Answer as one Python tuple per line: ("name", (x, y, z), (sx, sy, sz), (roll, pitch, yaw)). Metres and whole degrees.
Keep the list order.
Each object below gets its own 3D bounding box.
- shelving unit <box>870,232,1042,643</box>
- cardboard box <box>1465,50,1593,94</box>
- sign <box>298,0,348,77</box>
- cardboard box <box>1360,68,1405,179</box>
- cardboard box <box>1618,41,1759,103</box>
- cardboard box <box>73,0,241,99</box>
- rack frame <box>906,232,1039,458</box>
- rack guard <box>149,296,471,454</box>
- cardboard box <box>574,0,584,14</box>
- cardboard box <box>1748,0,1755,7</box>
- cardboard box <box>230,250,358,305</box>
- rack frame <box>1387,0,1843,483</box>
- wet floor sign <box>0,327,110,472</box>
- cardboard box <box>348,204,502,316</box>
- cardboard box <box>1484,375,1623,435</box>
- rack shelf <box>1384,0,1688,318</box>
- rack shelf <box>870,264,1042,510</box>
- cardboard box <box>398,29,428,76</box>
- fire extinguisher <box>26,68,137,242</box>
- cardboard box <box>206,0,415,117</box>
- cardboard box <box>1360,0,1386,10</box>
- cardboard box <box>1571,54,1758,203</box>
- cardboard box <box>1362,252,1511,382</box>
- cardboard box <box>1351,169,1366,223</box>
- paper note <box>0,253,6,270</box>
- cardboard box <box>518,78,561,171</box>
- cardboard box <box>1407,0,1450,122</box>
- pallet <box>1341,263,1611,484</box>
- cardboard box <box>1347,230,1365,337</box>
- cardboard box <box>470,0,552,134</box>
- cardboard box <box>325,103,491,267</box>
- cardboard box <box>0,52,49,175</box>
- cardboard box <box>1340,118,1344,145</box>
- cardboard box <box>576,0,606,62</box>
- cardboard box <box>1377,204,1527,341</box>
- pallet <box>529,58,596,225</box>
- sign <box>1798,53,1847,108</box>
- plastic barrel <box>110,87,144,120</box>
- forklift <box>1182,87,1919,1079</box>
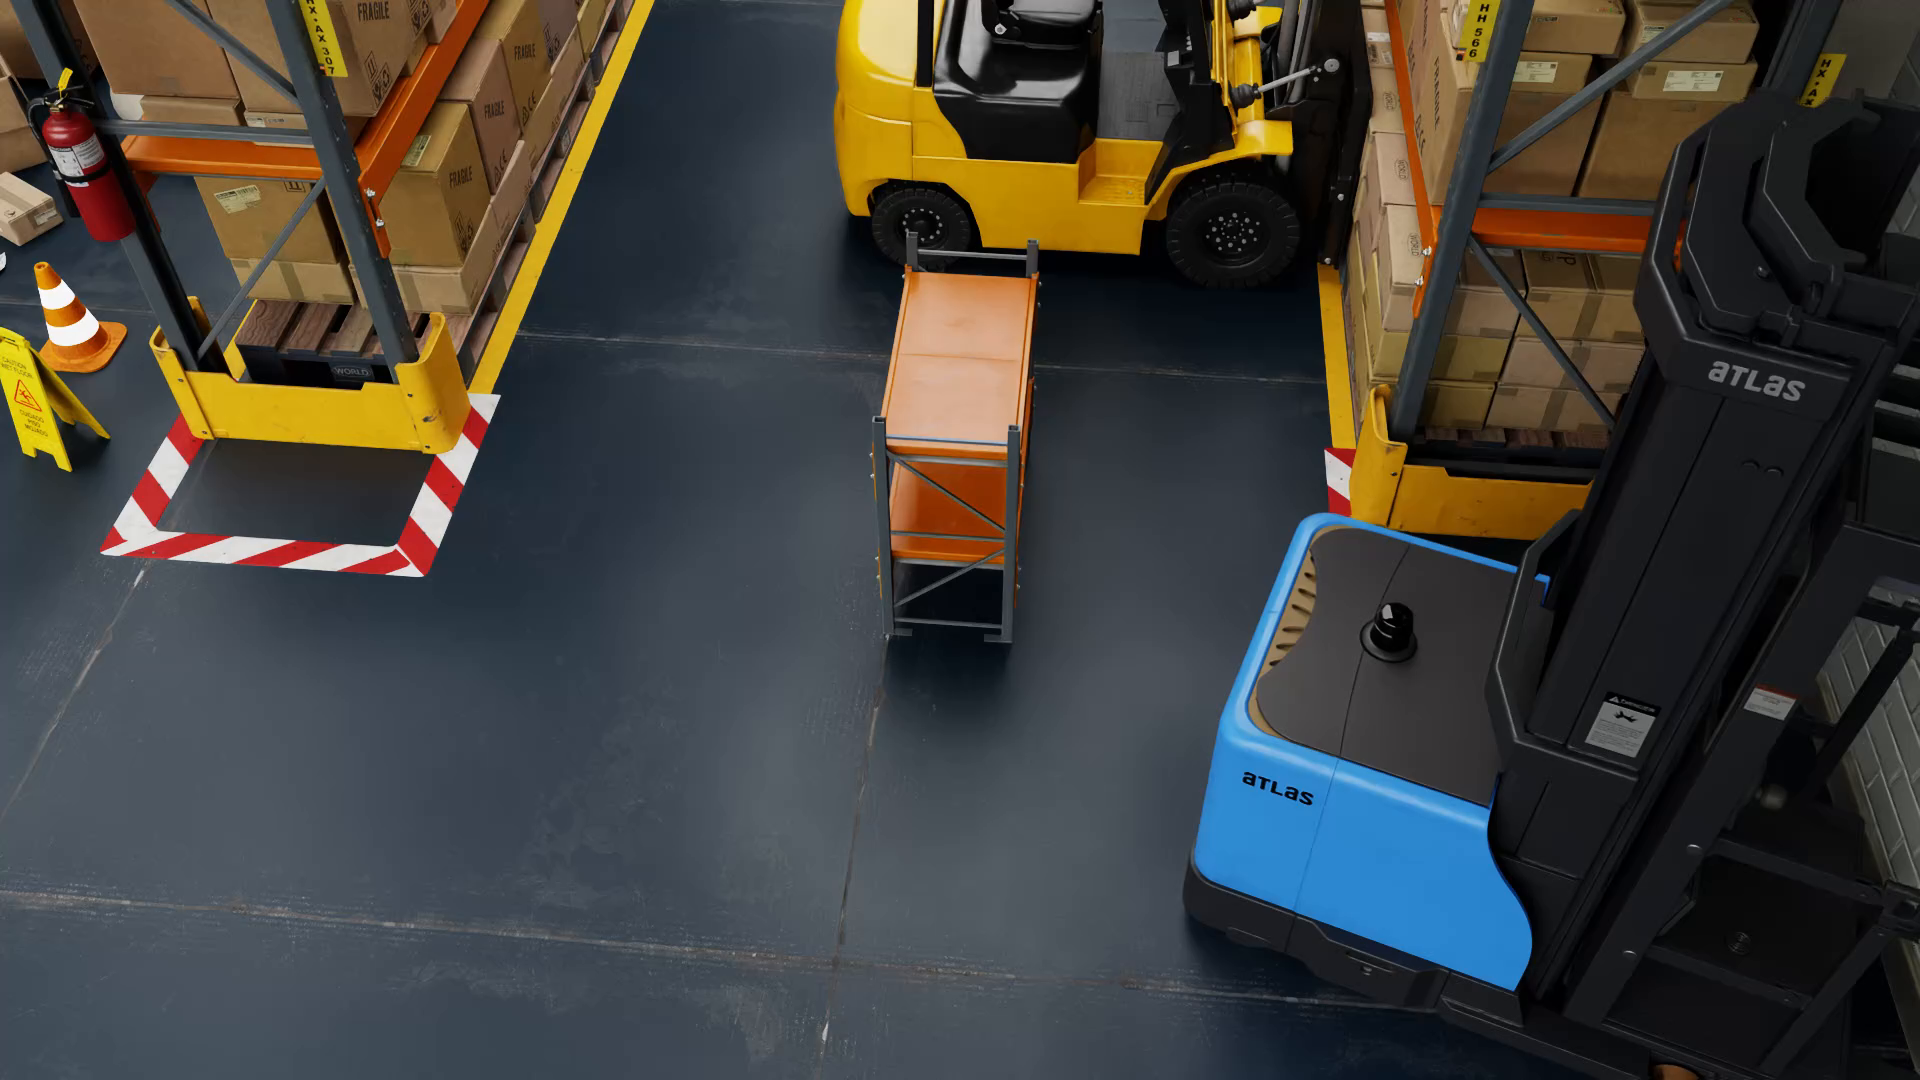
("shelving unit", (0.001, -0.385, 6.339), (0.538, 1.125, 1.048), (4, 48, 4))
("cardboard box", (1.958, -1.680, 5.746), (0.380, 0.149, 0.250), (5, 48, 4))
("sign", (-2.198, -1.741, 5.723), (0.100, 0.325, 0.005), (4, 48, 4))
("cardboard box", (2.013, -1.811, 7.275), (0.500, 0.250, 0.500), (4, 48, 4))
("cardboard box", (2.494, -1.638, 5.708), (0.380, 0.149, 0.250), (3, 48, 3))
("cardboard box", (-2.963, -2.036, 6.310), (0.500, 0.500, 0.500), (3, 48, 3))
("rack frame", (0.047, -0.758, 6.681), (0.500, 1.125, 0.032), (4, 48, 4))
("rack guard", (-2.731, -0.697, 7.049), (1.175, 0.500, 0.348), (4, 48, 4))
("cardboard box", (-2.205, -3.064, 8.590), (0.500, 0.500, 0.500), (5, 48, 4))
("cardboard box", (2.535, -1.930, 5.774), (0.380, 0.149, 0.250), (5, 48, 5))
("cardboard box", (-2.930, -1.328, 7.511), (0.500, 0.250, 0.500), (4, 48, 3))
("rack frame", (2.205, -1.154, 5.772), (1.000, 3.000, 0.127), (4, 48, 4))
("wet floor sign", (-3.821, -0.623, 6.882), (0.267, 0.644, 0.232), (19, 50, 17))
("cardboard box", (-2.389, -1.273, 7.460), (0.500, 0.250, 0.500), (4, 48, 3))
("cardboard box", (2.445, -0.715, 6.950), (0.500, 0.250, 0.500), (4, 48, 4))
("rack shelf", (2.388, -2.381, 7.382), (1.077, 0.370, 4.000), (4, 48, 4))
("rack shelf", (0.001, -0.582, 6.123), (0.538, 0.278, 1.000), (4, 48, 4))
("cardboard box", (-2.387, -2.012, 6.727), (0.380, 0.149, 0.250), (2, 48, 2))
("fire extinguisher", (-3.207, -1.406, 6.055), (0.296, 0.674, 0.183), (4, 48, 4))
("cardboard box", (-2.419, -1.948, 6.230), (0.500, 0.500, 0.500), (3, 48, 3))
("cardboard box", (2.123, -2.568, 7.968), (0.500, 0.250, 0.500), (5, 48, 5))
("cardboard box", (2.527, -1.533, 6.051), (0.500, 0.500, 0.500), (5, 48, 5))
("cardboard box", (1.938, -0.915, 6.794), (0.500, 0.250, 0.500), (3, 48, 3))
("cardboard box", (2.021, -1.663, 7.479), (0.500, 0.250, 0.500), (3, 48, 3))
("paper note", (-4.634, -1.311, 7.929), (0.148, 0.019, 0.142), (-11, 49, -10))
("cardboard box", (-2.298, -2.049, 8.170), (0.500, 0.250, 0.500), (7, 48, 6))
("cardboard box", (2.045, -1.947, 6.431), (0.500, 0.500, 0.500), (5, 48, 5))
("pallet", (2.233, -0.777, 7.318), (1.003, 0.211, 1.213), (4, 48, 4))
("cardboard box", (1.988, -1.099, 7.301), (0.500, 0.250, 0.500), (4, 48, 4))
("cardboard box", (-2.291, -2.296, 7.888), (0.500, 0.500, 0.500), (5, 48, 4))
("cardboard box", (-2.388, -1.543, 7.199), (0.500, 0.500, 0.500), (2, 48, 2))
("cardboard box", (-5.099, -2.103, 8.333), (0.797, 0.503, 0.637), (-27, 53, -23))
("cardboard box", (2.068, -1.849, 7.987), (0.500, 0.250, 0.500), (5, 48, 5))
("cardboard box", (-2.198, -2.793, 8.851), (0.500, 0.250, 0.500), (3, 48, 2))
("cardboard box", (1.937, -1.064, 6.592), (0.500, 0.250, 0.500), (5, 48, 5))
("pallet", (-2.508, -2.088, 8.517), (1.003, 0.211, 1.213), (4, 48, 4))
("sign", (2.757, -1.431, 5.386), (0.100, 0.325, 0.005), (4, 48, 4))
("plastic barrel", (-4.058, -2.235, 8.507), (0.421, 0.421, 0.512), (-36, 57, -28))
("forklift", (2.308, 0.384, 4.412), (3.031, 2.935, 1.130), (18, 50, 16))
